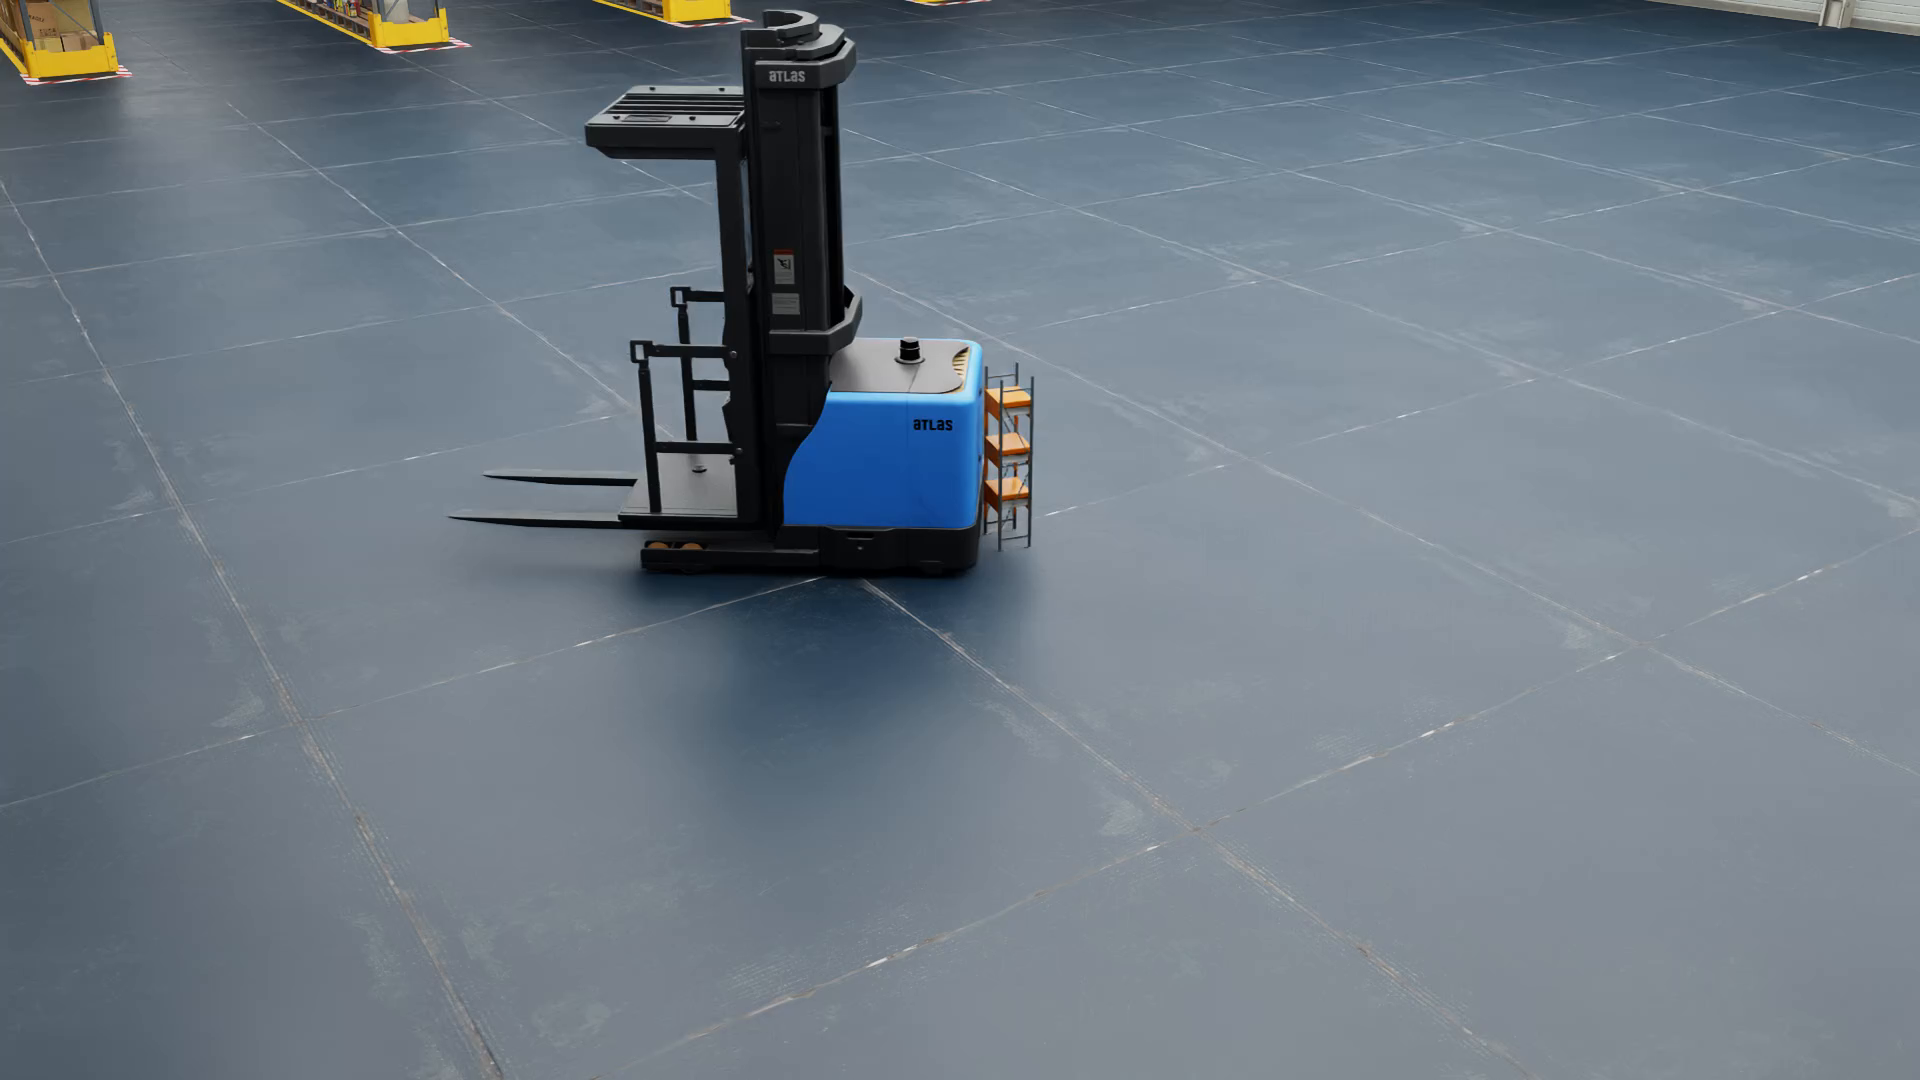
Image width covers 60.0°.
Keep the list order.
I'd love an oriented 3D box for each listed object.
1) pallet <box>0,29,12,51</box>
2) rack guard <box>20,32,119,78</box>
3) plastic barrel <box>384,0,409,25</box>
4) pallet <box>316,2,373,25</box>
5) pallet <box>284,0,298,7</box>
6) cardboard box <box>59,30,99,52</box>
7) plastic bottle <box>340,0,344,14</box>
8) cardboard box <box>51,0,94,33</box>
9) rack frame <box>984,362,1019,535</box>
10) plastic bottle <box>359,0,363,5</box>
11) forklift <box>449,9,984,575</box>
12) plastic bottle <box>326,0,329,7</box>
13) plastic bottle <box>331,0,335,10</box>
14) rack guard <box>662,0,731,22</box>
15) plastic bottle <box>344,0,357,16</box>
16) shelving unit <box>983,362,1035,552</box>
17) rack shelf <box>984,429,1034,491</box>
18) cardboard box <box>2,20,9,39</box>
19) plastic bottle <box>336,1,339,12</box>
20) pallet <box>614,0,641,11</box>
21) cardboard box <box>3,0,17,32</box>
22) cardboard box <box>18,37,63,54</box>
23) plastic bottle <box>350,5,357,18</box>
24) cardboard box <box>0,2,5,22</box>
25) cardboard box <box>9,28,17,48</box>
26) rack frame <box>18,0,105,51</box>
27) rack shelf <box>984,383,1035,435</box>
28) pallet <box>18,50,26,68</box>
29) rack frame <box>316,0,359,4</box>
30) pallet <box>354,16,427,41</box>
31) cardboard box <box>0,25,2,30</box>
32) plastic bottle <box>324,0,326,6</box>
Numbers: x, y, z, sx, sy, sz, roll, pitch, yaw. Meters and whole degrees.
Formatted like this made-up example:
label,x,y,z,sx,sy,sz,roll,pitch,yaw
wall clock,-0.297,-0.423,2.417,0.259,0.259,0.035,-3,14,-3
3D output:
label,x,y,z,sx,sy,sz,roll,pitch,yaw
pallet,-14.633,-8.010,26.470,1.003,0.211,1.213,-16,29,-30
rack guard,-12.835,-6.996,23.983,1.175,0.500,0.348,-16,29,-30
plastic barrel,-9.120,-8.570,26.812,0.421,0.512,0.421,0,25,0
pallet,-10.548,-9.207,29.007,1.003,0.211,1.213,-16,29,-30
pallet,-12.011,-10.166,31.037,1.003,0.211,1.213,-16,29,-30
cardboard box,-12.955,-7.325,24.481,0.500,0.250,0.500,-16,29,-30
plastic bottle,-10.350,-9.048,27.990,0.144,0.351,0.185,-14,29,-27
cardboard box,-13.229,-7.842,24.699,0.500,0.500,0.500,-16,29,-30
rack frame,0.237,-0.518,9.618,0.200,1.050,0.008,-8,27,-17
plastic bottle,-10.408,-9.522,28.995,0.144,0.351,0.185,-16,29,-30
forklift,-1.395,-1.361,9.200,3.031,2.935,1.130,1,25,3
plastic bottle,-10.874,-9.360,28.739,0.152,0.276,0.135,-14,29,-28
plastic bottle,-10.684,-9.266,28.453,0.144,0.351,0.185,-17,30,-32
rack guard,-4.588,-9.339,28.946,1.175,0.500,0.348,-16,29,-30
plastic bottle,-10.181,-8.906,27.777,0.152,0.276,0.135,-15,29,-29
shelving unit,0.276,-0.469,9.514,0.215,1.050,0.252,-8,27,-17
rack shelf,0.276,-0.460,9.519,0.215,0.259,0.240,-8,27,-17
cardboard box,-14.496,-7.915,25.732,0.500,0.250,0.500,-16,29,-30
plastic bottle,-10.549,-9.092,28.259,0.097,0.201,0.097,0,25,0
pallet,-5.664,-9.943,30.564,1.003,0.211,1.213,-16,29,-30
cardboard box,-13.949,-7.897,24.815,0.500,0.500,0.500,-16,29,-30
cardboard box,-13.389,-7.204,24.225,0.500,0.250,0.500,-16,29,-30
plastic bottle,-10.066,-8.776,27.589,0.097,0.201,0.097,0,25,0
cardboard box,-14.495,-8.254,25.572,0.500,0.500,0.500,-16,29,-30
cardboard box,-13.946,-7.558,24.976,0.500,0.250,0.500,-16,29,-30
rack frame,-12.848,-8.134,23.468,1.000,3.000,0.127,-16,29,-30
rack shelf,0.276,-0.716,9.398,0.215,0.259,0.240,-8,27,-17
pallet,-13.301,-7.137,24.622,1.003,0.211,1.213,-16,29,-30
rack frame,-10.880,-10.718,28.941,1.000,3.000,0.127,-16,29,-30
pallet,-9.216,-8.335,27.158,1.003,0.211,1.213,-16,29,-30
cardboard box,-15.033,-8.275,26.495,0.500,0.250,0.500,-16,29,-30
plastic bottle,-11.018,-9.399,28.909,0.097,0.201,0.097,0,25,0
